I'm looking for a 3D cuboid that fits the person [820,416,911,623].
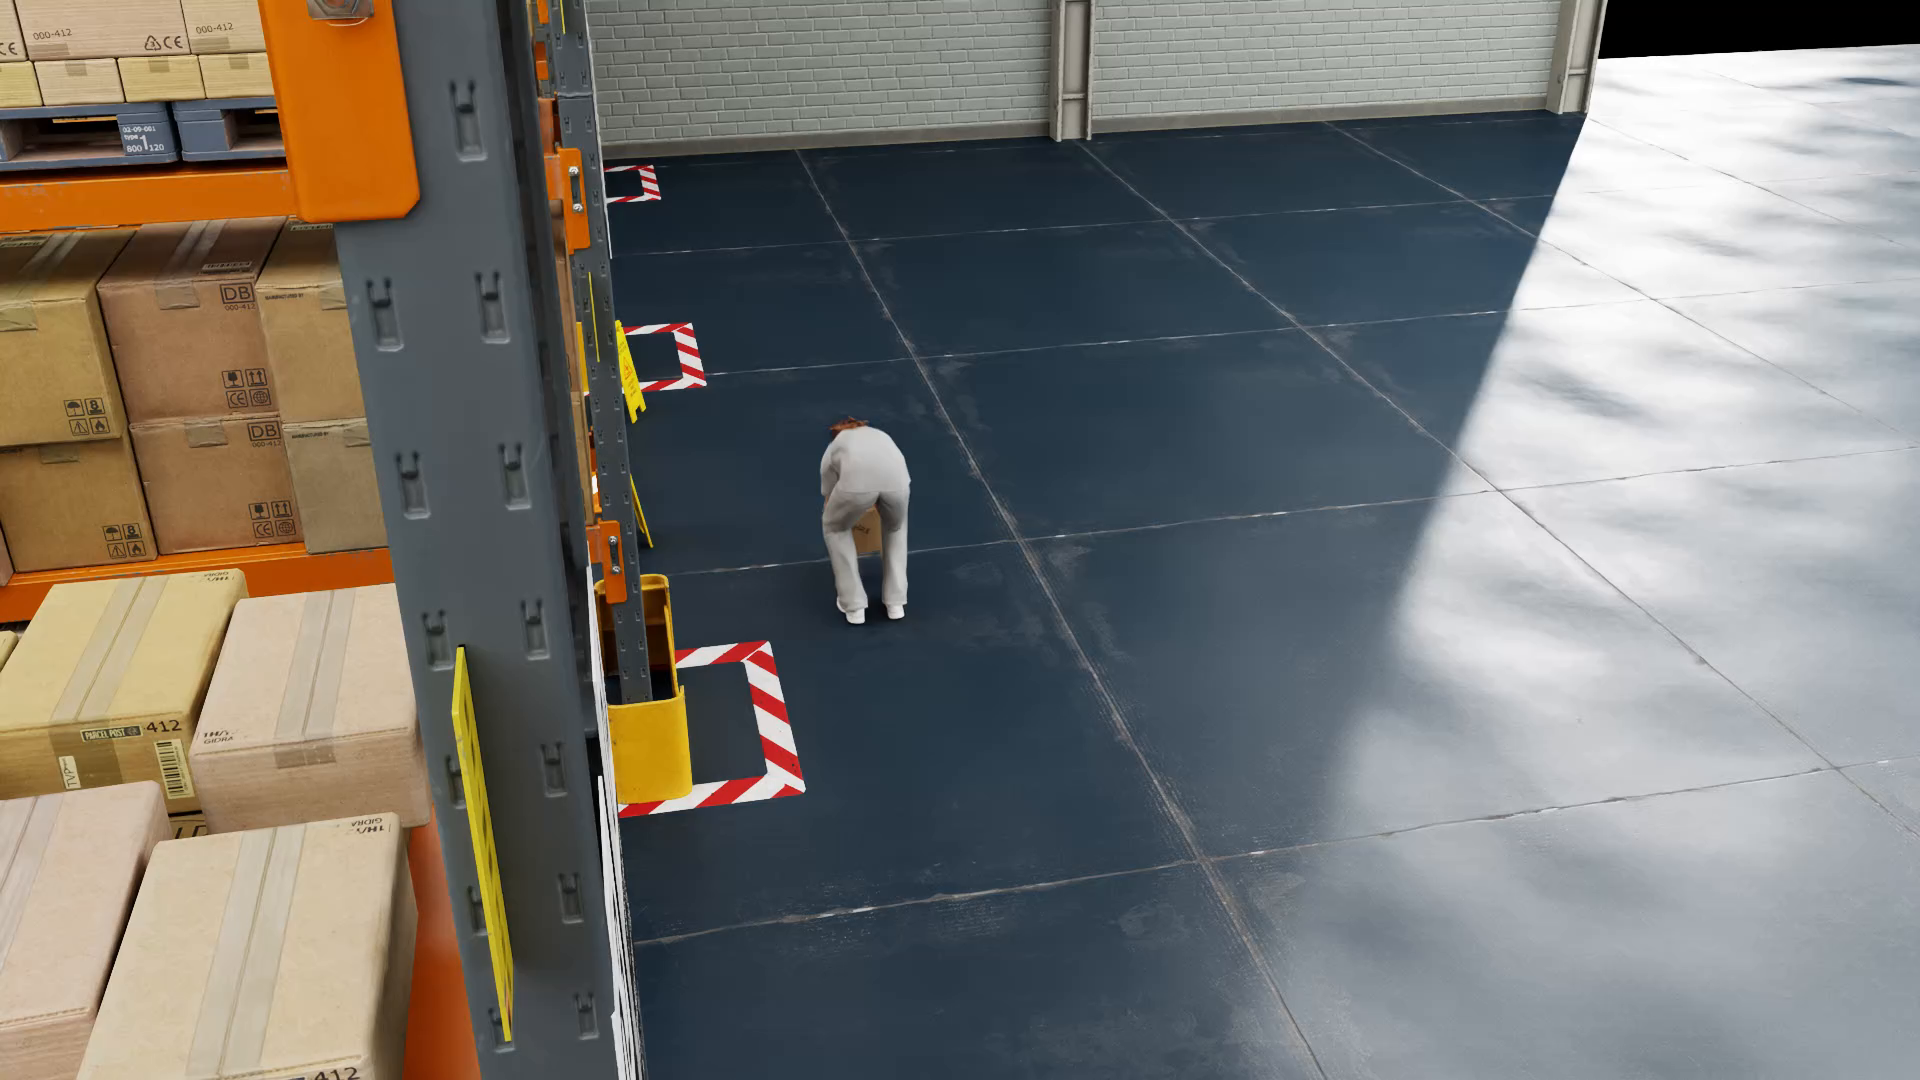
[{"bbox_3d":[-0.511,-0.152,8.682,0.450,0.986,0.864,-7,28,-14],"label":"person"}]
